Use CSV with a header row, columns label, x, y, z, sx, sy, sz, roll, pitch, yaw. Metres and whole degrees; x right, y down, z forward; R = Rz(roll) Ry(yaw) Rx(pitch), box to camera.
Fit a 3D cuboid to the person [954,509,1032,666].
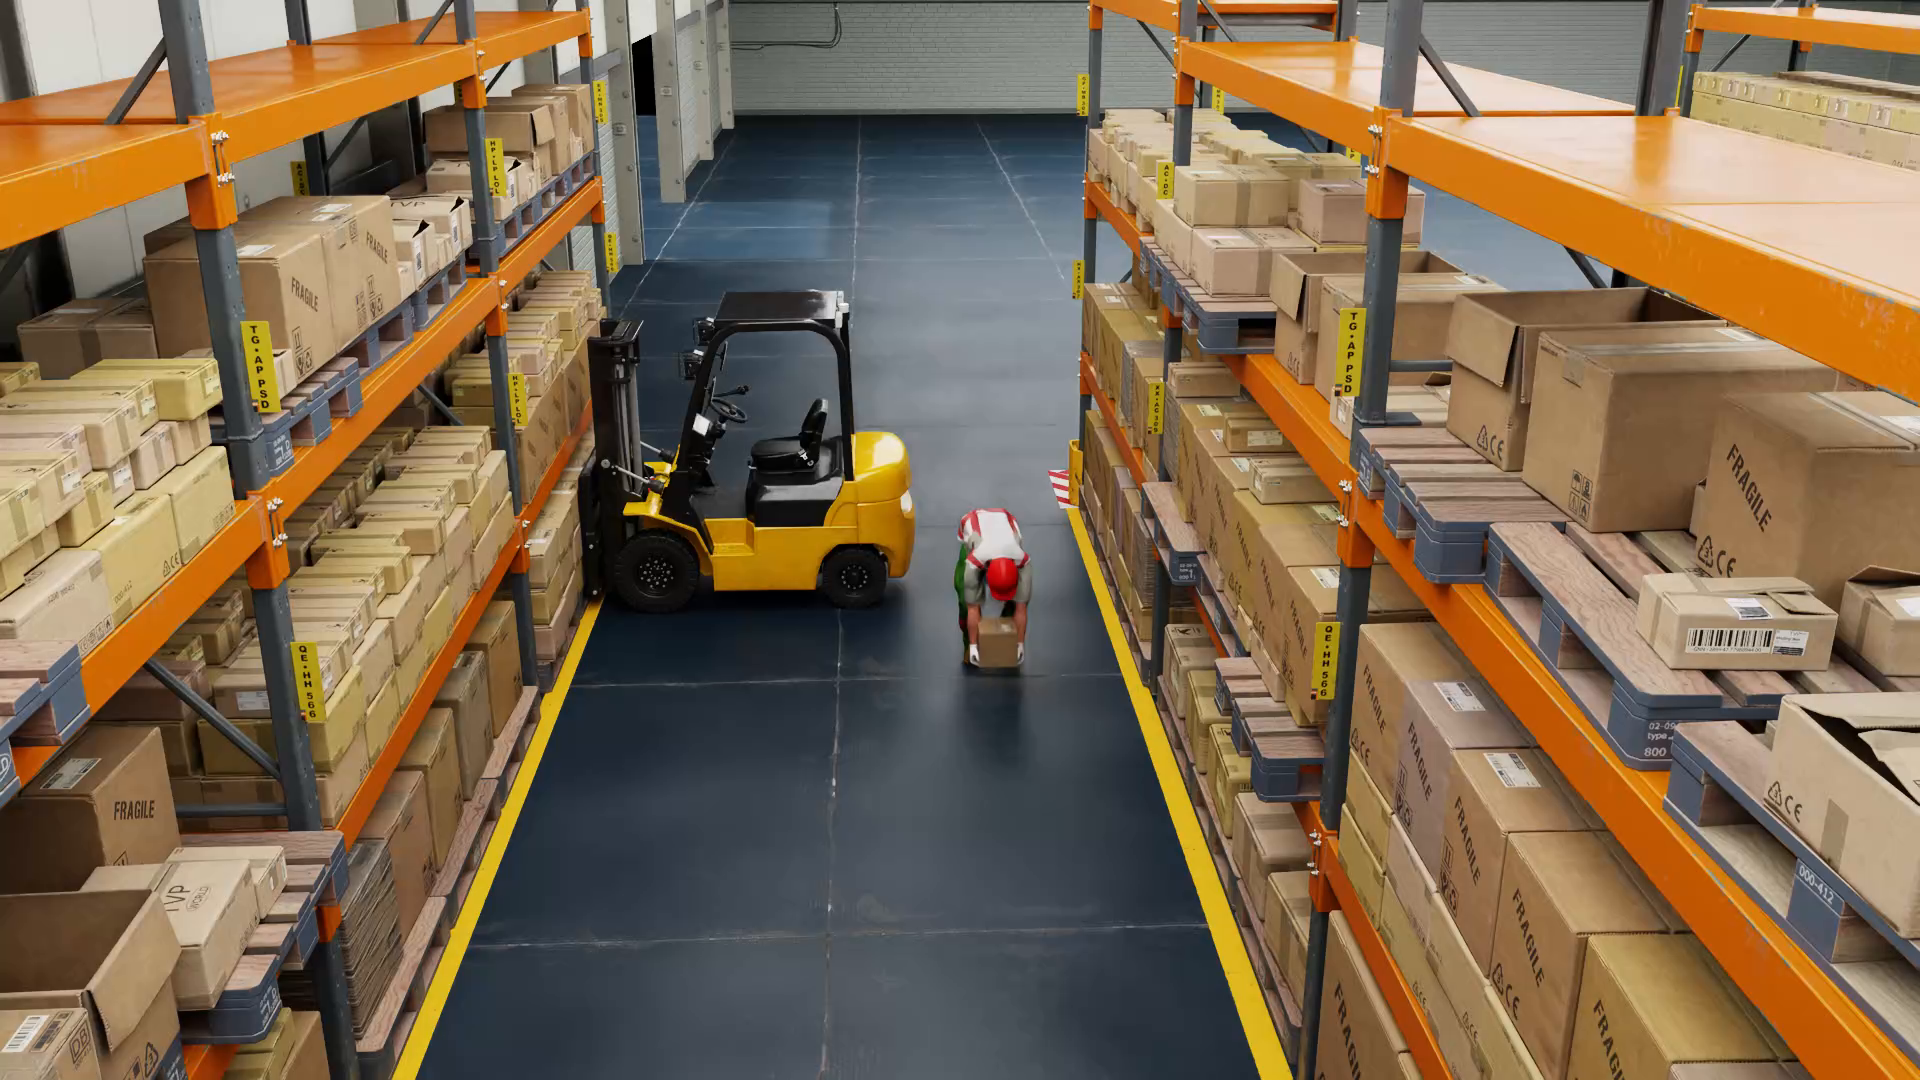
label,x,y,z,sx,sy,sz,roll,pitch,yaw
person,0.238,0.381,11.051,0.518,1.060,0.962,-3,20,-7
